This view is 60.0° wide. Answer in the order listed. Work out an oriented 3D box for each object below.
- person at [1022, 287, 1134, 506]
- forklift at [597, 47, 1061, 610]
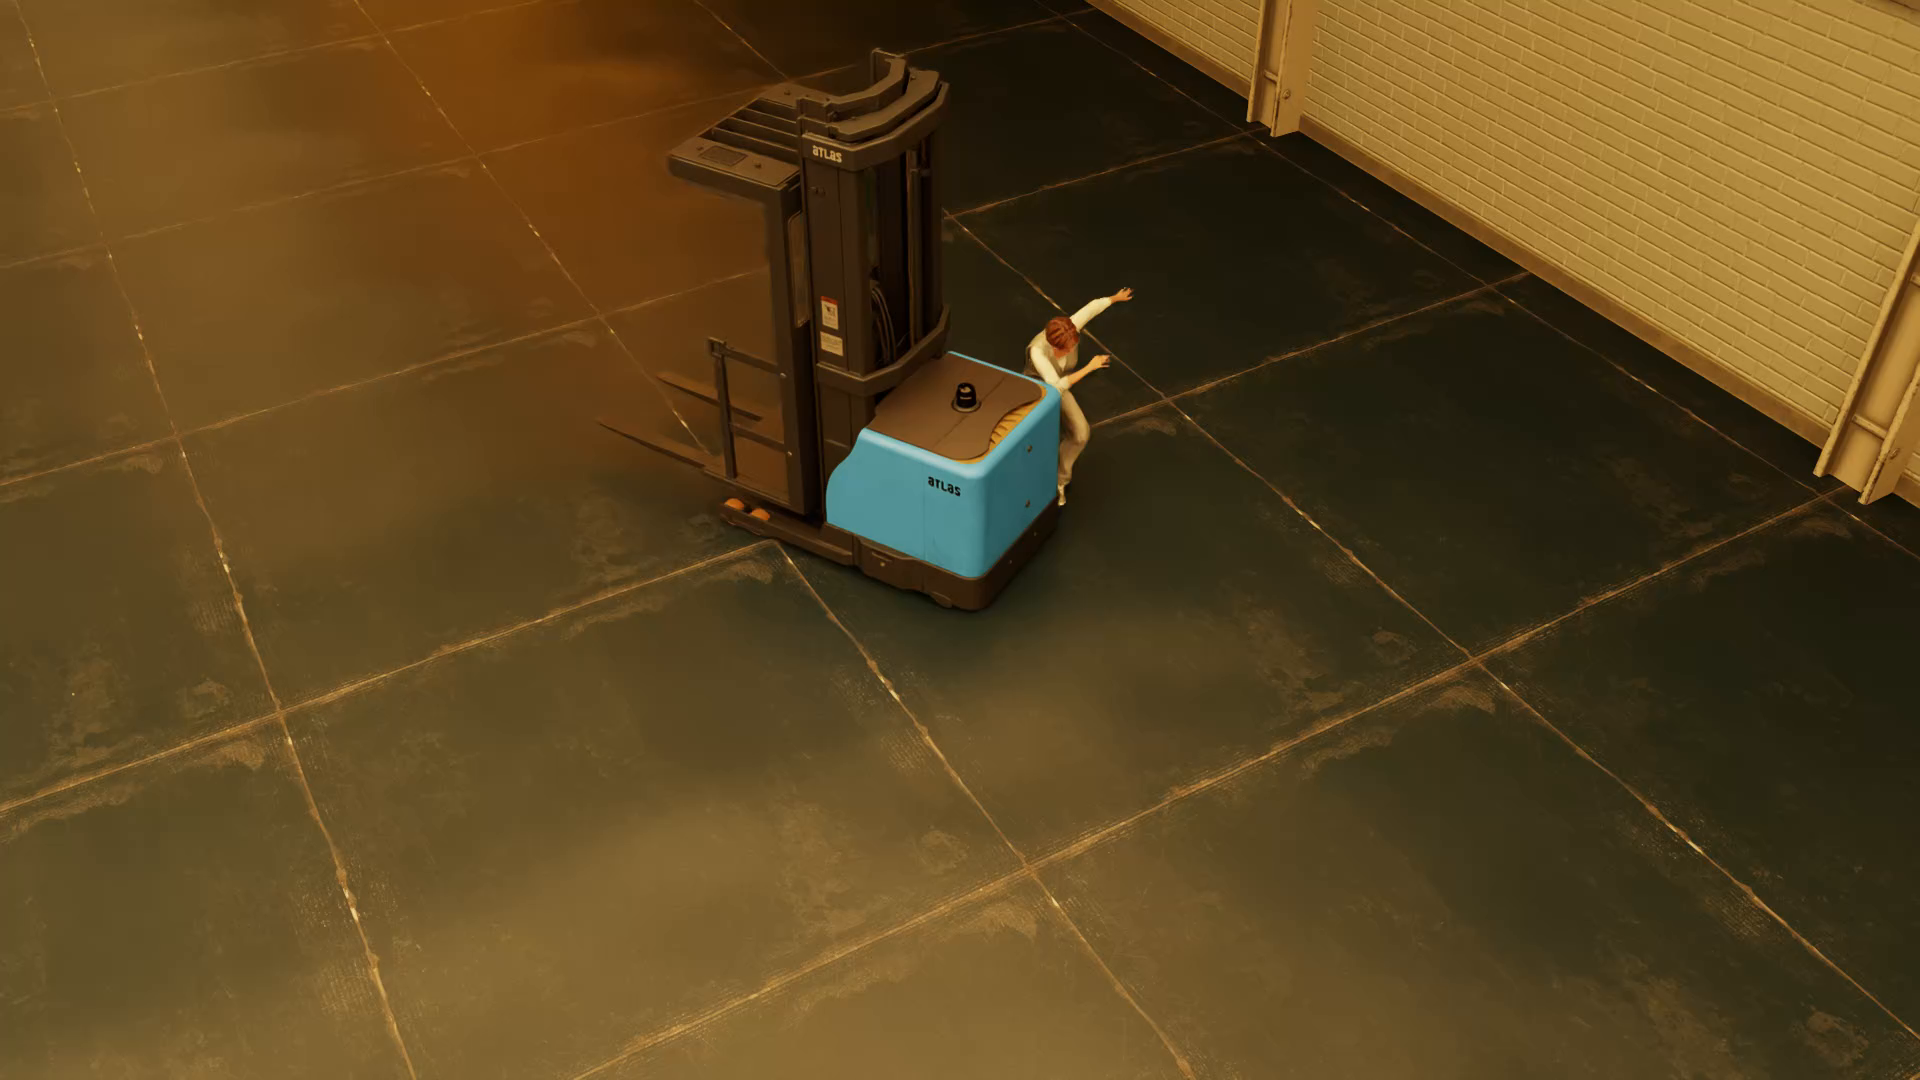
[{"bbox_3d":[0.713,-0.907,10.446,1.218,1.295,0.639,-22,44,-24],"label":"person"},{"bbox_3d":[-0.919,-1.423,9.752,3.031,2.935,1.130,21,44,24],"label":"forklift"}]
